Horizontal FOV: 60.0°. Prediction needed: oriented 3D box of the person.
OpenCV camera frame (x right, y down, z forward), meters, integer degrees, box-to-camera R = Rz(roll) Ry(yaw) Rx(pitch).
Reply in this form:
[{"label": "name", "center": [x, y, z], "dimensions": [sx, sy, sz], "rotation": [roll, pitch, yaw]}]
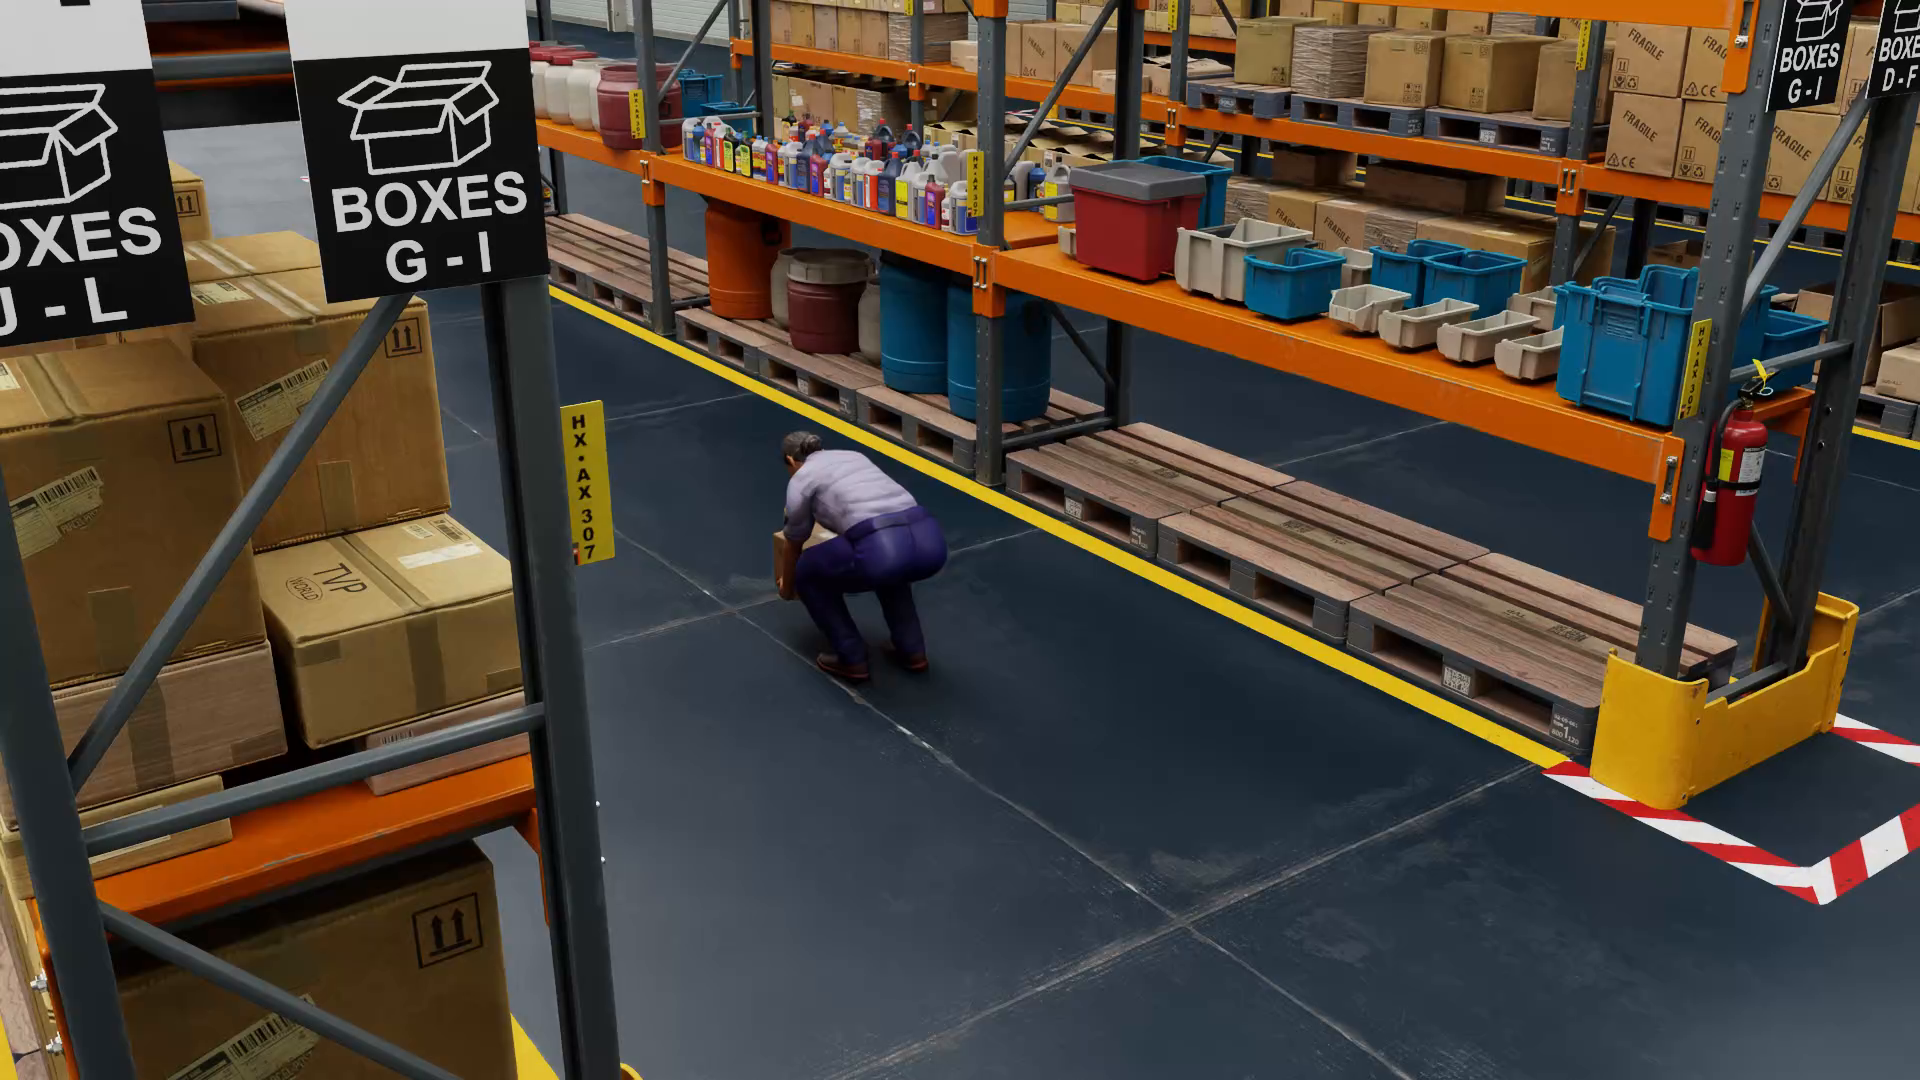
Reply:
[{"label": "person", "center": [-0.434, 0.068, 6.908], "dimensions": [0.508, 0.941, 0.868], "rotation": [-16, 26, -35]}]
